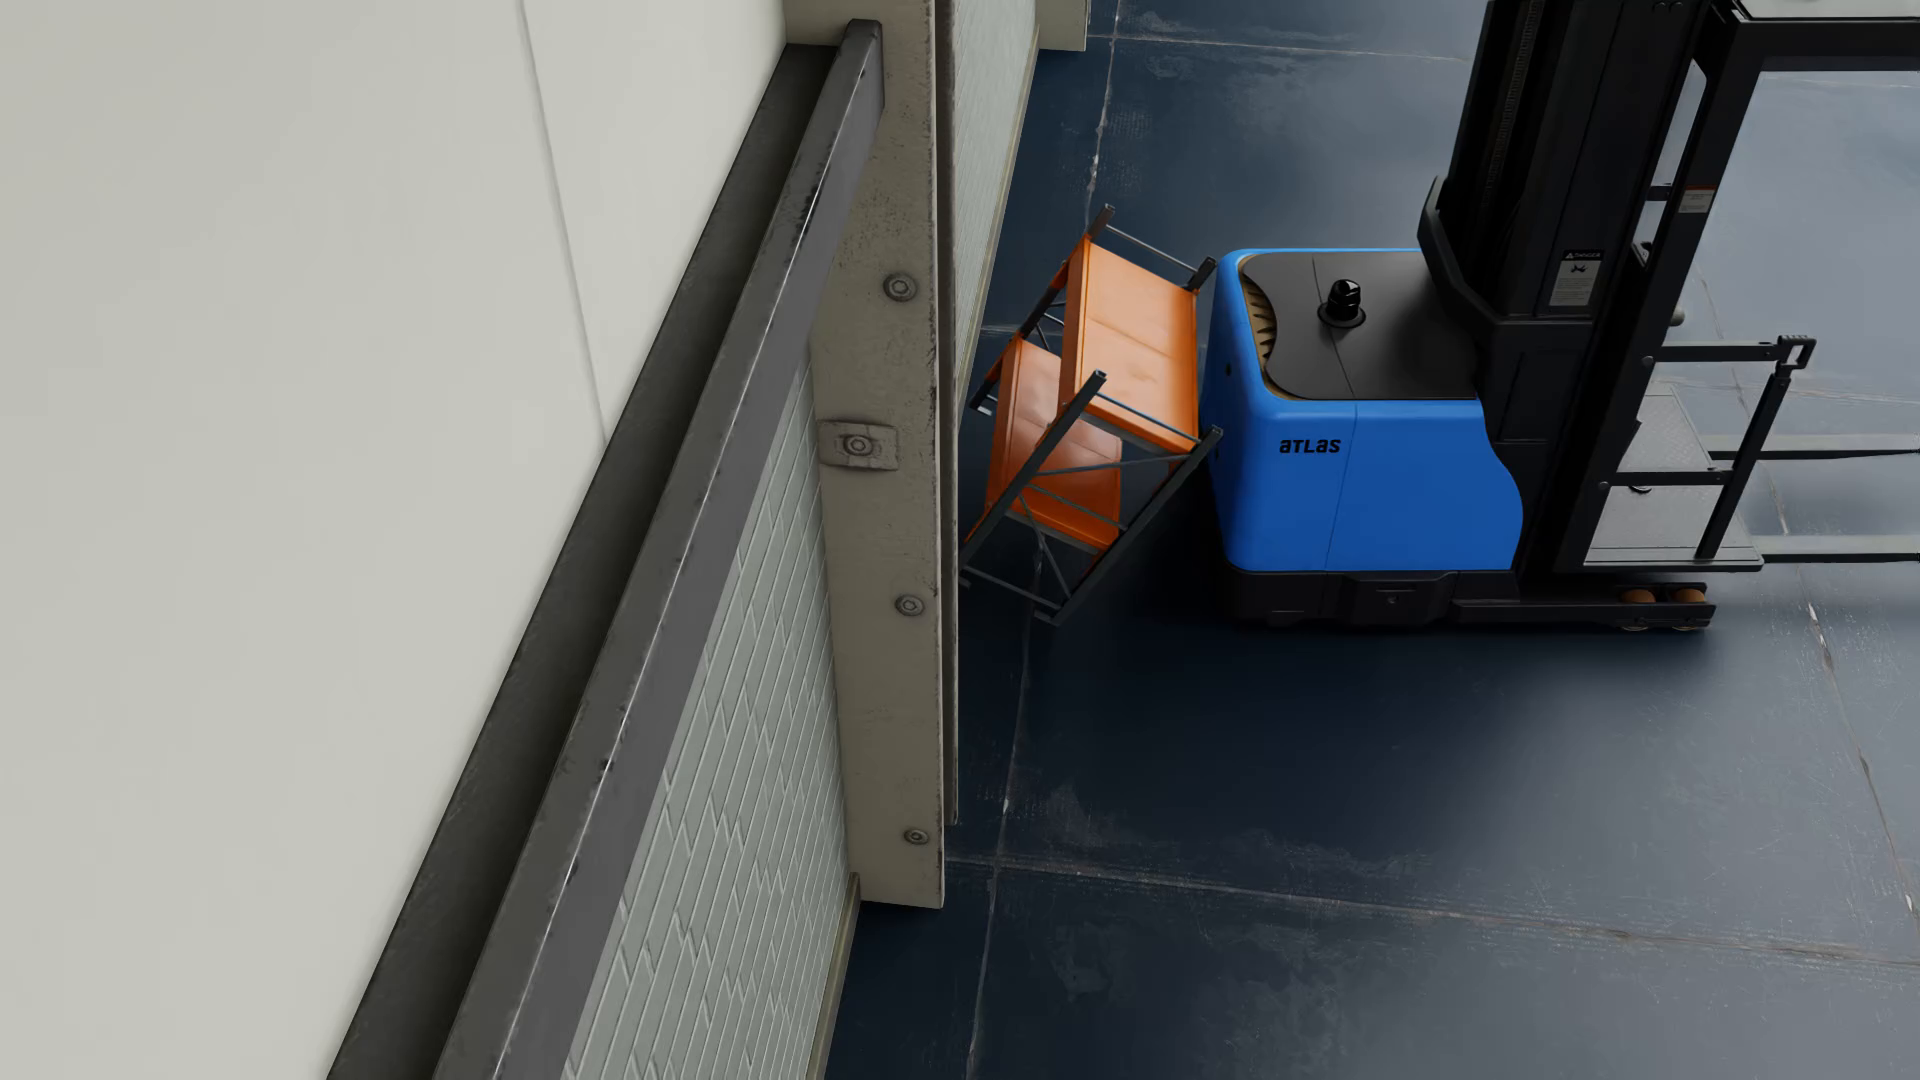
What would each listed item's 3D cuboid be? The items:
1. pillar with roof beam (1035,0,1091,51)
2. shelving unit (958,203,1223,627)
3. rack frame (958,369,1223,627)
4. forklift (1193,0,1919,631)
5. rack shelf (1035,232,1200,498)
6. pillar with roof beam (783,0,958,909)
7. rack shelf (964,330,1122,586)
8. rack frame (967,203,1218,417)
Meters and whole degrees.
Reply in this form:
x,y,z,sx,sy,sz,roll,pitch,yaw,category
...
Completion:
x,y,z,sx,sy,sz,roll,pitch,yaw,category
4.875,-5.902,6.438,9.100,9.000,0.400,5,44,6,pillar with roof beam
0.463,-0.468,6.318,0.538,1.125,1.048,24,42,-15,shelving unit
0.416,-0.119,5.952,0.500,1.125,0.032,24,42,-15,rack frame
2.492,-1.083,5.762,3.031,2.935,1.130,0,43,0,forklift
0.597,-0.648,6.130,0.538,0.278,1.000,24,42,-15,rack shelf
4.082,-1.812,2.119,9.100,9.000,0.400,5,44,6,pillar with roof beam
0.351,-0.318,6.476,0.538,0.278,1.000,24,42,-15,rack shelf
0.511,-0.818,6.684,0.500,1.125,0.032,24,42,-15,rack frame
